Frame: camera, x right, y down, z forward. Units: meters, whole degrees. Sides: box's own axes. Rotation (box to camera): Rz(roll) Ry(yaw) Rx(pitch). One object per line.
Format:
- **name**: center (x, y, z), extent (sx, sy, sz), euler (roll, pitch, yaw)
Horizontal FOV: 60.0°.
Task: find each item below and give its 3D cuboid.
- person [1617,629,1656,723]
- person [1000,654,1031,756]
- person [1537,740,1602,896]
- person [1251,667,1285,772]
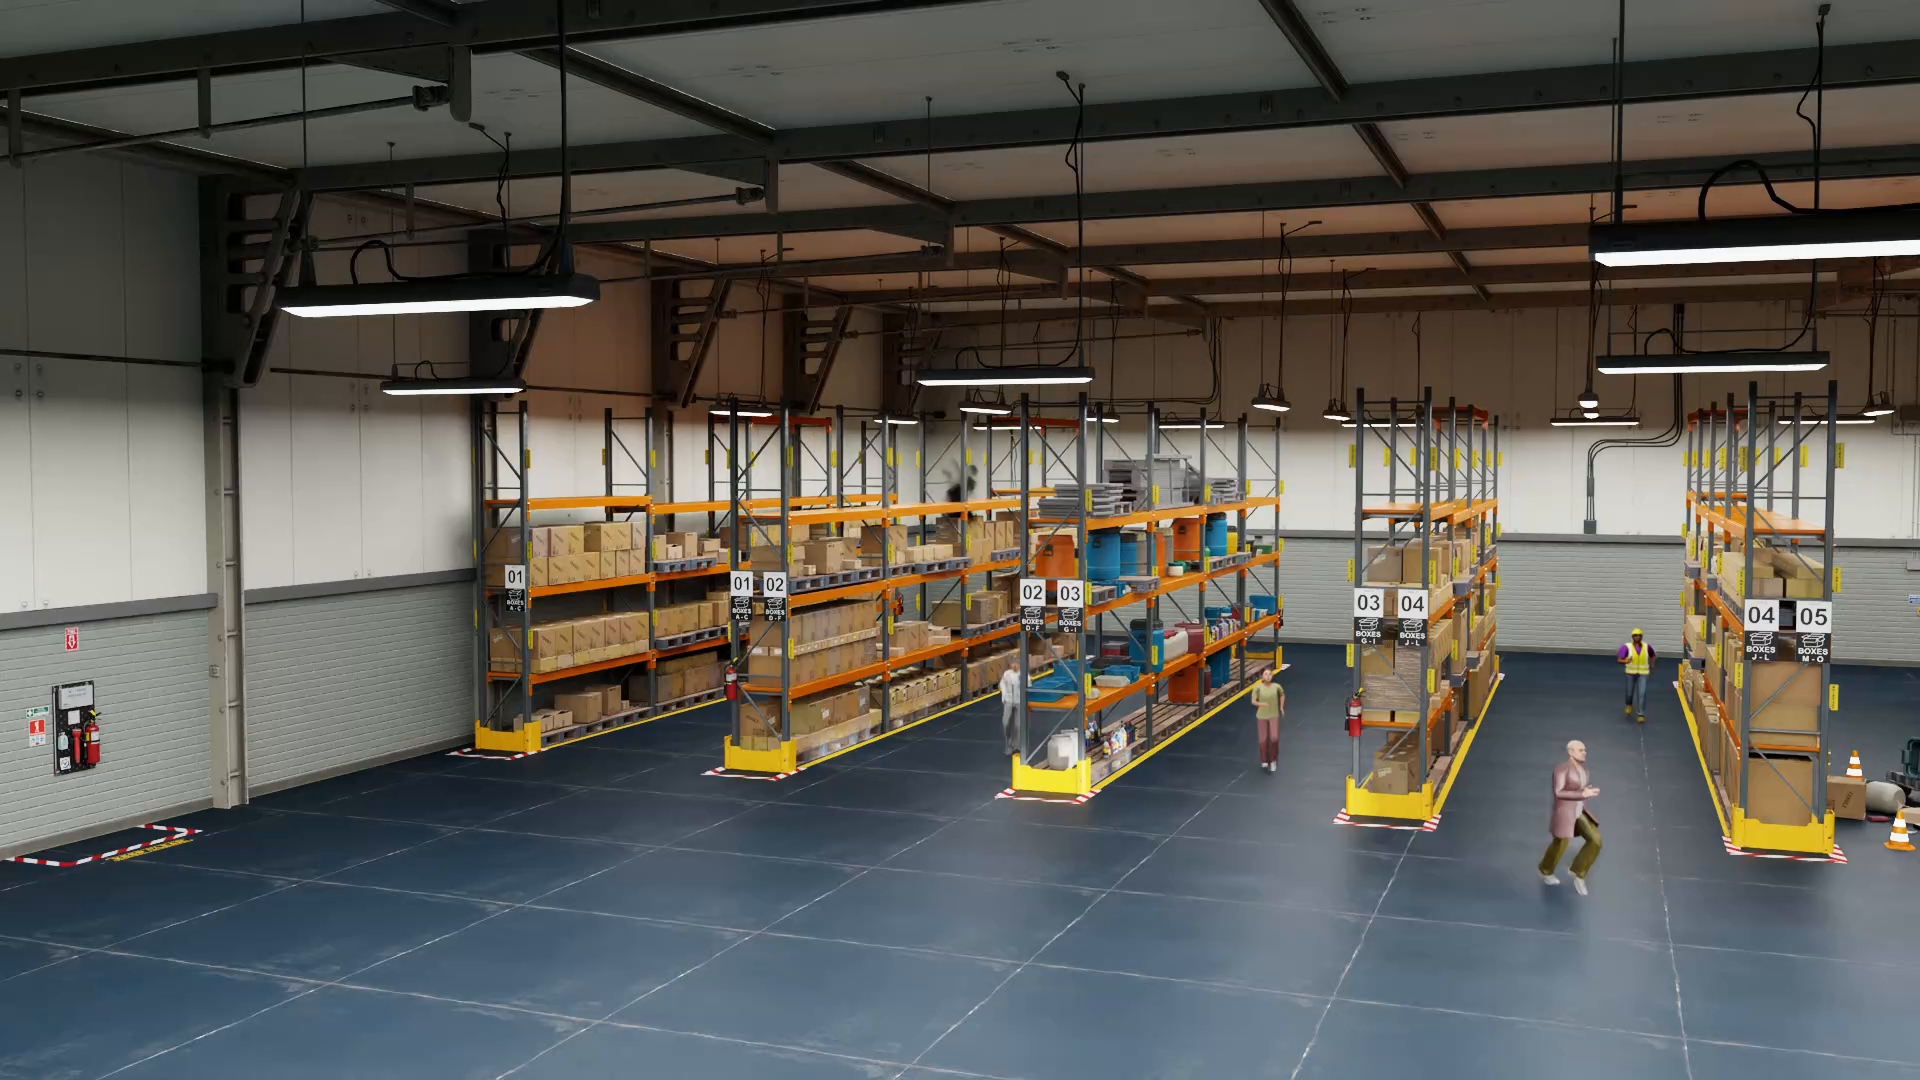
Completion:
- **person**: center (12.925, 2.562, 31.761), extent (0.713, 1.745, 0.953), euler (1, 3, 16)
- **person**: center (0.929, 2.798, 28.184), extent (0.588, 1.727, 0.715), euler (1, 3, 13)
- **person**: center (7.039, 3.186, 19.194), extent (0.750, 1.793, 0.902), euler (-2, 3, -31)
- **person**: center (4.934, 2.870, 26.627), extent (0.548, 1.668, 0.668), euler (0, 3, 8)
